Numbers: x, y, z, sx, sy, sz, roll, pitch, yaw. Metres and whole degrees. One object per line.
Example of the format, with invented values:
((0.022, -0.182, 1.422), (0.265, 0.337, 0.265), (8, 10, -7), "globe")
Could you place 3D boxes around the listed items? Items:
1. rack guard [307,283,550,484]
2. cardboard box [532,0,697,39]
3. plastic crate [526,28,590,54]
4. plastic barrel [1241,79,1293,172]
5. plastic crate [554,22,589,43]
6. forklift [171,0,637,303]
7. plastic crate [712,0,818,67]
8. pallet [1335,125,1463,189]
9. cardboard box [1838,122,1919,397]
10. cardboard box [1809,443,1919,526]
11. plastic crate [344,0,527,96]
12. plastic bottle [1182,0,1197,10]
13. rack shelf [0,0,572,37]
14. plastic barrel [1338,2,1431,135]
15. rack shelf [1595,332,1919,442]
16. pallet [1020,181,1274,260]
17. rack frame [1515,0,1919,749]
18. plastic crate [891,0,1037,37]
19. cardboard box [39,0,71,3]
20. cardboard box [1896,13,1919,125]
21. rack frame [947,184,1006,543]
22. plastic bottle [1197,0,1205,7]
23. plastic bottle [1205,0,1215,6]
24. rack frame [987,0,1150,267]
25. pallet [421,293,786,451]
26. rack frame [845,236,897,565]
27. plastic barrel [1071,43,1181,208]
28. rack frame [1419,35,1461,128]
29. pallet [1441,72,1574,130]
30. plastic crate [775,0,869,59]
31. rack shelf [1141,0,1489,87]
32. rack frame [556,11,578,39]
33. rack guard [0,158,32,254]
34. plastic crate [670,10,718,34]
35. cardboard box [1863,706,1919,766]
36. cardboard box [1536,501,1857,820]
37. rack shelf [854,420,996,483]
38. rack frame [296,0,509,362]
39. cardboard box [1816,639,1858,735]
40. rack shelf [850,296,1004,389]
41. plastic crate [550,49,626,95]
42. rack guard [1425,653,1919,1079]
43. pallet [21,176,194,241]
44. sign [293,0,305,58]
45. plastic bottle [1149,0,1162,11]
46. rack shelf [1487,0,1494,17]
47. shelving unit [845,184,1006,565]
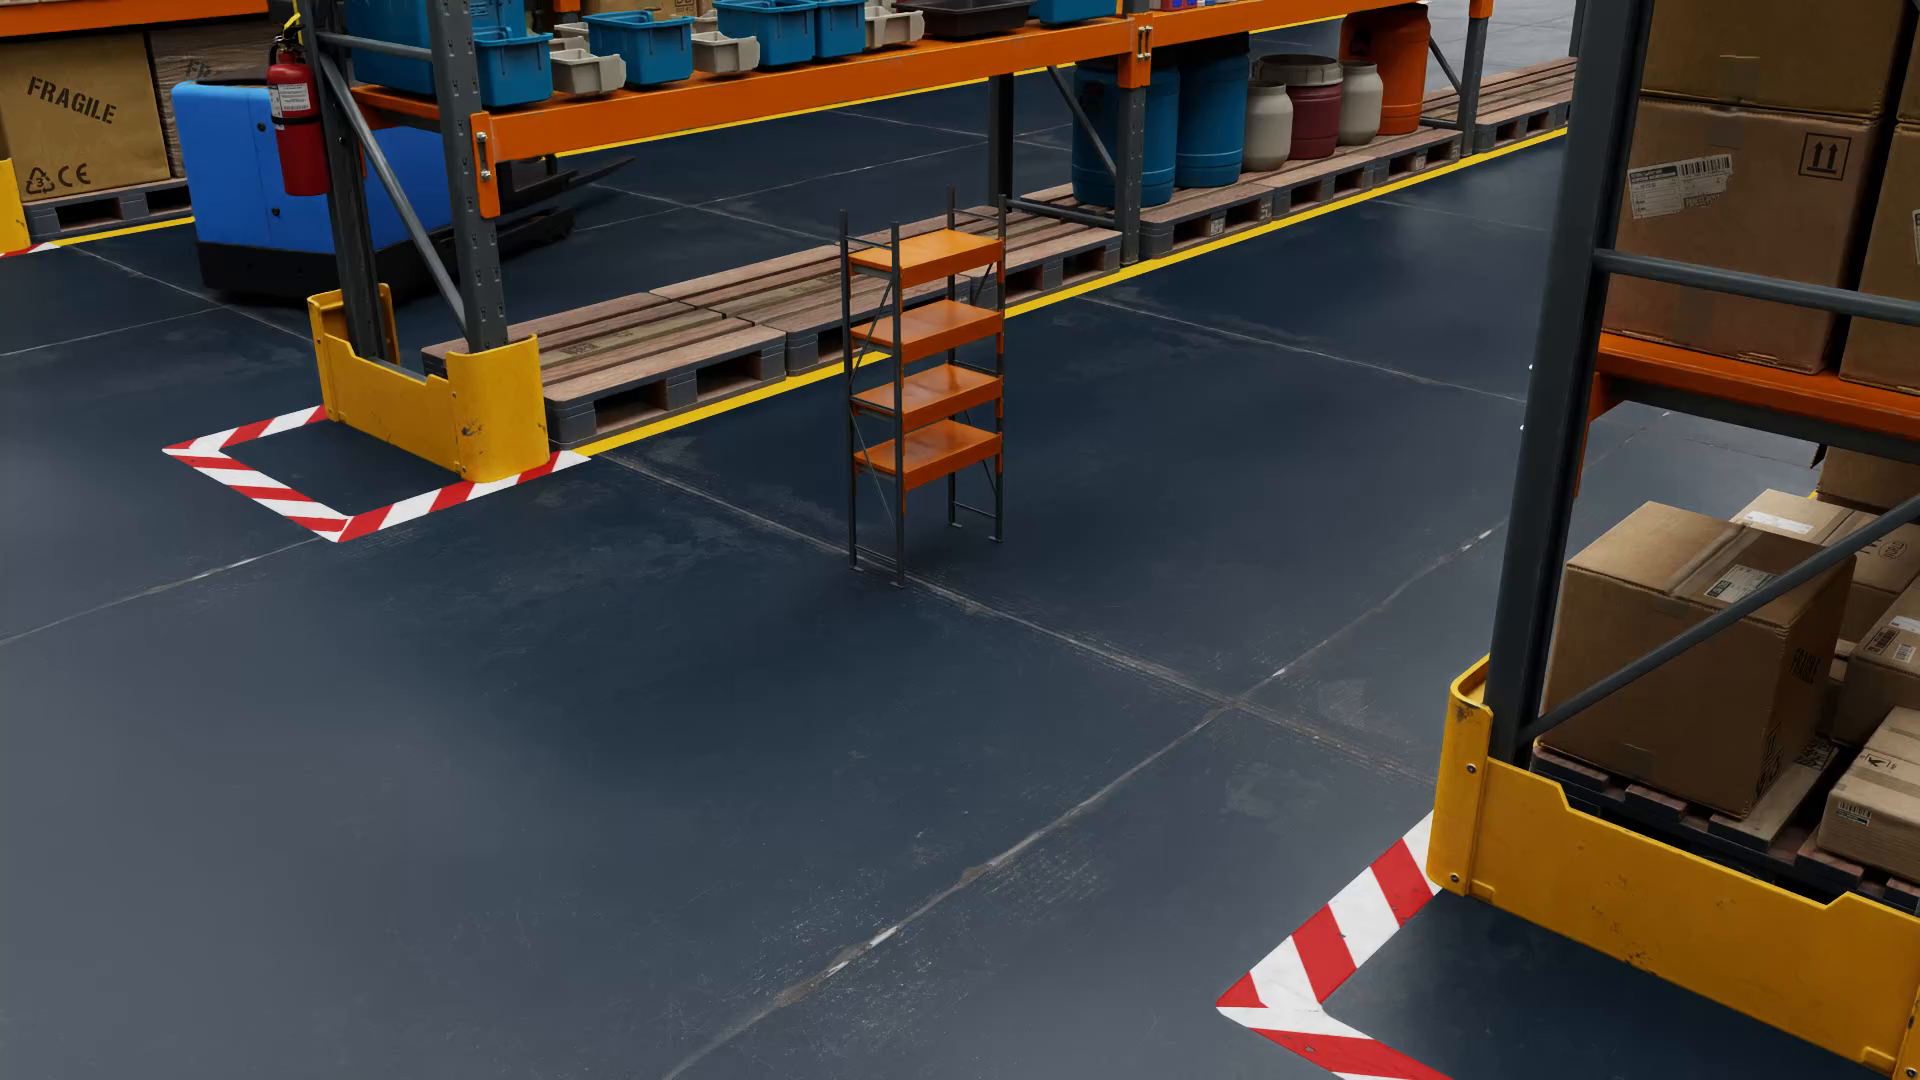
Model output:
((-2.107, -0.640, 6.566), (1.175, 0.500, 0.348), (20, 31, 38), "rack guard")
((-2.708, -3.785, 12.610), (1.225, 0.875, 0.875), (20, 31, 38), "cardboard box")
((-1.692, -1.996, 6.785), (0.396, 0.136, 0.243), (20, 31, 38), "plastic crate")
((1.860, -2.591, 10.390), (0.421, 0.512, 0.421), (0, 24, 0), "plastic barrel")
((-1.487, -2.081, 6.973), (0.396, 0.136, 0.243), (20, 31, 38), "plastic crate")
((-2.894, -3.072, 9.020), (1.130, 2.935, 3.031), (8, 25, 17), "forklift")
((-0.812, -2.129, 6.963), (0.416, 0.233, 0.300), (20, 31, 38), "plastic crate")
((2.743, -2.705, 11.525), (1.003, 0.211, 1.213), (20, 31, 38), "pallet")
((2.078, -0.547, 3.181), (0.500, 0.500, 0.500), (21, 32, 39), "cardboard box")
((3.005, -0.144, 4.919), (0.797, 0.503, 0.637), (20, 31, 38), "cardboard box")
((-2.017, -1.988, 6.401), (0.616, 0.435, 0.499), (20, 31, 38), "plastic crate")
((1.220, -2.993, 8.901), (0.061, 0.283, 0.133), (20, 31, 38), "plastic bottle")
((-4.455, -3.425, 10.602), (1.077, 0.370, 4.000), (20, 31, 38), "rack shelf")
((2.924, -3.277, 11.531), (0.600, 0.830, 0.708), (20, 31, 38), "plastic barrel")
((2.920, -0.841, 4.512), (0.919, 0.052, 3.809), (20, 31, 38), "rack shelf")
((1.115, -1.962, 9.867), (1.003, 0.211, 1.213), (20, 31, 38), "pallet")
((1.588, -0.437, 3.058), (0.949, 2.616, 0.053), (20, 31, 38), "rack frame")
((0.022, -2.498, 7.917), (0.437, 0.125, 0.590), (20, 31, 38), "plastic crate")
((-5.137, -3.126, 9.362), (0.380, 0.149, 0.250), (20, 31, 37), "cardboard box")
((2.078, -1.003, 2.976), (0.500, 0.500, 0.500), (21, 32, 39), "cardboard box")
((0.052, -0.571, 5.558), (0.240, 1.200, 0.015), (20, 31, 38), "rack frame")
((1.284, -2.996, 9.008), (0.097, 0.201, 0.097), (0, 24, 0), "plastic bottle")
((1.348, -3.057, 9.059), (0.097, 0.271, 0.097), (0, 24, 0), "plastic bottle")
((0.569, -3.010, 8.797), (1.000, 3.000, 0.127), (20, 31, 38), "rack frame")
((-1.522, -0.760, 7.187), (1.003, 0.211, 1.213), (20, 31, 38), "pallet")
((-0.274, -0.423, 5.227), (0.228, 1.046, 0.006), (20, 31, 38), "rack frame")
((0.944, -2.405, 9.500), (0.600, 0.901, 0.708), (20, 31, 38), "plastic barrel")
((3.236, -4.230, 11.517), (0.949, 2.616, 0.053), (20, 31, 38), "rack frame")
((4.599, -3.552, 13.414), (1.003, 0.211, 1.213), (20, 31, 38), "pallet")
((-0.612, -2.220, 7.167), (0.416, 0.233, 0.300), (20, 31, 38), "plastic crate")
((1.903, -3.291, 10.304), (1.077, 0.370, 4.000), (20, 31, 38), "rack shelf")
((-3.120, -4.363, 11.814), (1.000, 3.000, 0.127), (20, 31, 38), "rack frame")
((-5.805, -1.996, 9.591), (1.175, 0.500, 0.348), (20, 31, 38), "rack guard")
((-1.136, -2.268, 7.390), (0.298, 0.136, 0.250), (20, 31, 38), "plastic crate")
((2.288, 0.544, 3.795), (0.380, 0.166, 0.250), (20, 31, 38), "cardboard box")
((1.765, 0.269, 4.001), (0.500, 0.500, 0.500), (20, 31, 38), "cardboard box")
((-0.110, -0.290, 5.485), (0.221, 0.050, 0.457), (20, 31, 38), "rack shelf")
((-2.101, -1.792, 6.079), (1.000, 3.000, 0.127), (20, 31, 38), "rack frame")
((2.102, 0.323, 4.290), (0.380, 0.166, 0.250), (20, 31, 38), "cardboard box")
((-0.110, -0.640, 5.328), (0.258, 0.148, 0.480), (20, 31, 38), "rack shelf")
((-1.415, -1.759, 6.256), (0.250, 0.136, 0.298), (20, 31, 38), "plastic crate")
((1.636, 0.680, 3.623), (1.175, 0.500, 0.348), (20, 31, 38), "rack guard")
((-5.314, -2.136, 10.257), (1.003, 0.211, 1.213), (20, 31, 38), "pallet")
((-2.521, -2.011, 6.370), (0.100, 0.325, 0.005), (20, 31, 38), "sign")
((1.072, -3.019, 8.877), (0.144, 0.351, 0.185), (20, 31, 38), "plastic bottle")
((4.573, -4.510, 13.022), (1.077, 0.370, 4.000), (20, 31, 38), "rack shelf")
((-0.109, -0.498, 5.394), (0.258, 1.200, 0.499), (20, 31, 38), "shelving unit")
